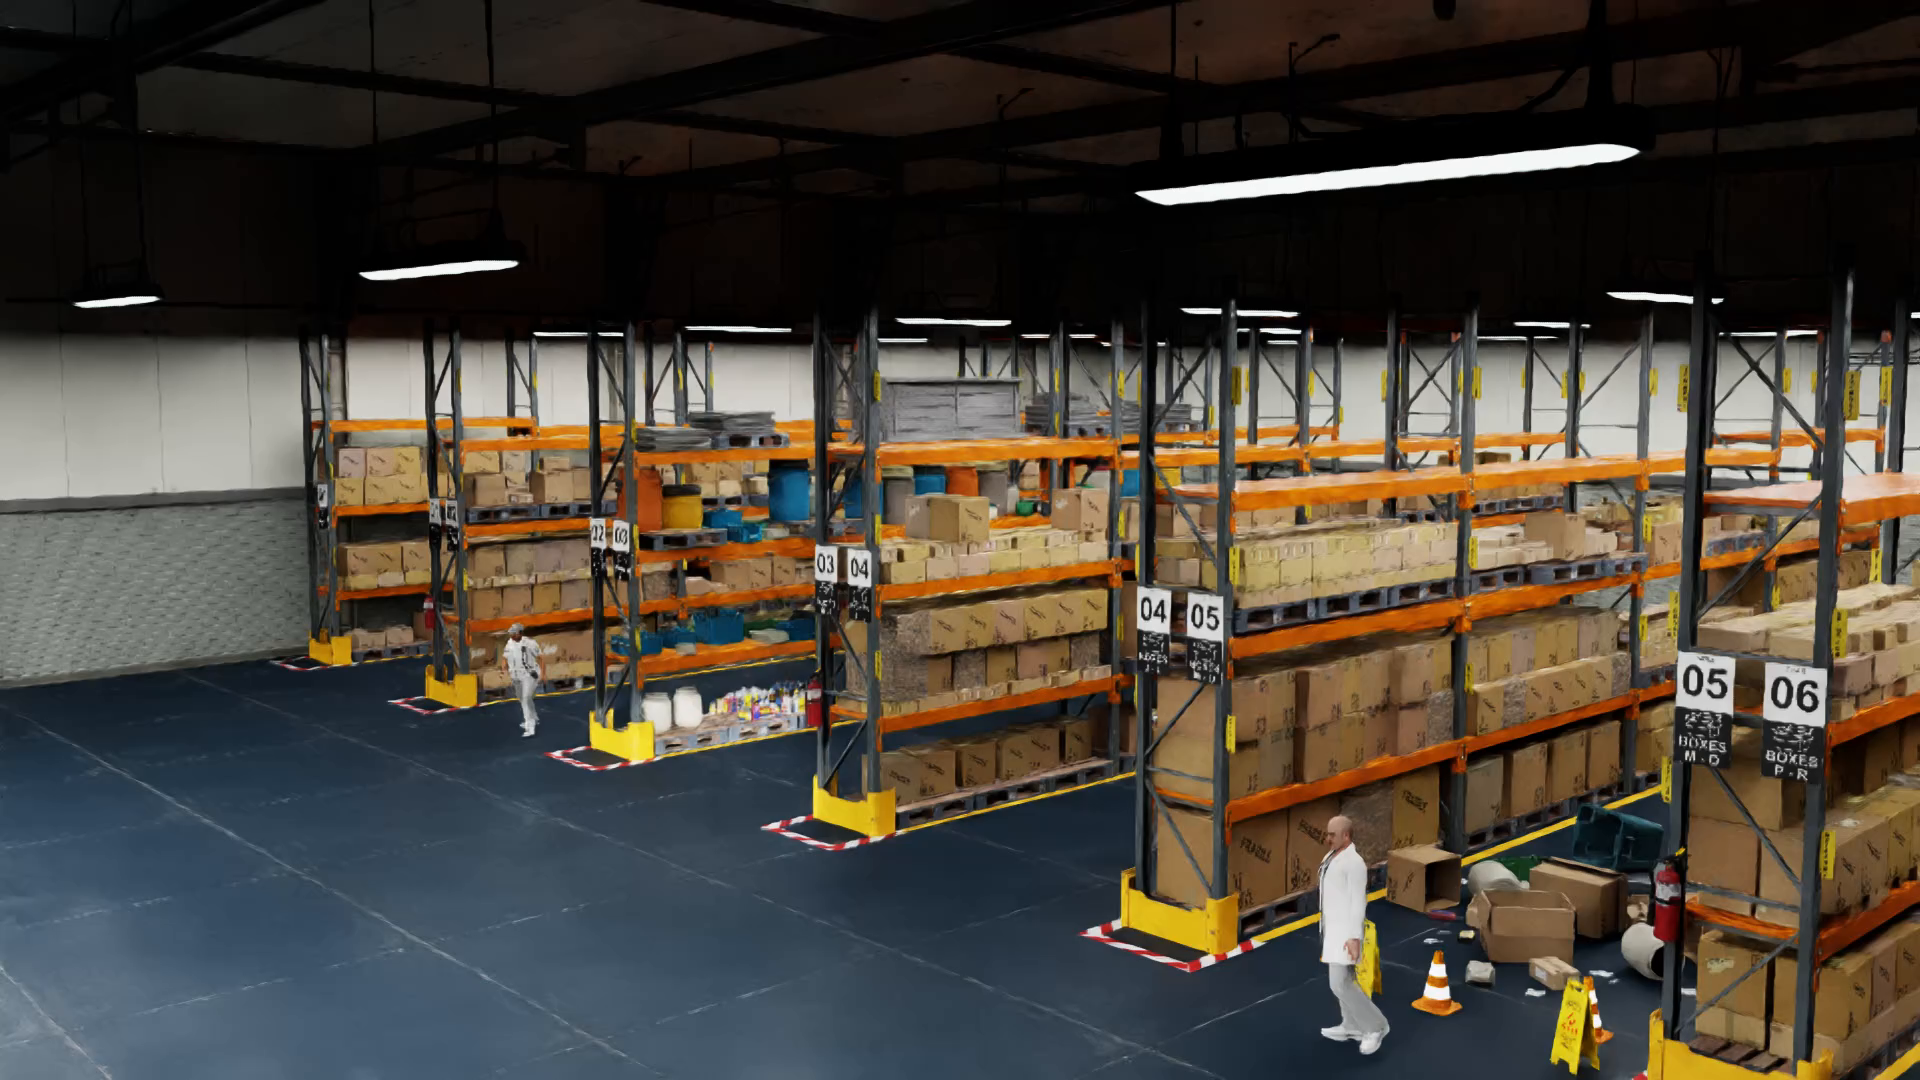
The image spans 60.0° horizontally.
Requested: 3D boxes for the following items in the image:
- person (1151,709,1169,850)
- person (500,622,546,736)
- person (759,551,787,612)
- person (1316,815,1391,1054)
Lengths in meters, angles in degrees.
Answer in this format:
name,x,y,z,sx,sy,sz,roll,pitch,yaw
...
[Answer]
name,x,y,z,sx,sy,sz,roll,pitch,yaw
person,2.197,2.573,17.755,0.592,1.629,0.526,6,8,44
person,-6.221,1.958,23.852,0.660,1.601,0.785,3,6,27
person,-3.759,0.959,33.218,1.043,1.716,0.589,-6,8,-44
person,3.003,2.994,12.728,0.542,1.769,0.708,0,6,-3
